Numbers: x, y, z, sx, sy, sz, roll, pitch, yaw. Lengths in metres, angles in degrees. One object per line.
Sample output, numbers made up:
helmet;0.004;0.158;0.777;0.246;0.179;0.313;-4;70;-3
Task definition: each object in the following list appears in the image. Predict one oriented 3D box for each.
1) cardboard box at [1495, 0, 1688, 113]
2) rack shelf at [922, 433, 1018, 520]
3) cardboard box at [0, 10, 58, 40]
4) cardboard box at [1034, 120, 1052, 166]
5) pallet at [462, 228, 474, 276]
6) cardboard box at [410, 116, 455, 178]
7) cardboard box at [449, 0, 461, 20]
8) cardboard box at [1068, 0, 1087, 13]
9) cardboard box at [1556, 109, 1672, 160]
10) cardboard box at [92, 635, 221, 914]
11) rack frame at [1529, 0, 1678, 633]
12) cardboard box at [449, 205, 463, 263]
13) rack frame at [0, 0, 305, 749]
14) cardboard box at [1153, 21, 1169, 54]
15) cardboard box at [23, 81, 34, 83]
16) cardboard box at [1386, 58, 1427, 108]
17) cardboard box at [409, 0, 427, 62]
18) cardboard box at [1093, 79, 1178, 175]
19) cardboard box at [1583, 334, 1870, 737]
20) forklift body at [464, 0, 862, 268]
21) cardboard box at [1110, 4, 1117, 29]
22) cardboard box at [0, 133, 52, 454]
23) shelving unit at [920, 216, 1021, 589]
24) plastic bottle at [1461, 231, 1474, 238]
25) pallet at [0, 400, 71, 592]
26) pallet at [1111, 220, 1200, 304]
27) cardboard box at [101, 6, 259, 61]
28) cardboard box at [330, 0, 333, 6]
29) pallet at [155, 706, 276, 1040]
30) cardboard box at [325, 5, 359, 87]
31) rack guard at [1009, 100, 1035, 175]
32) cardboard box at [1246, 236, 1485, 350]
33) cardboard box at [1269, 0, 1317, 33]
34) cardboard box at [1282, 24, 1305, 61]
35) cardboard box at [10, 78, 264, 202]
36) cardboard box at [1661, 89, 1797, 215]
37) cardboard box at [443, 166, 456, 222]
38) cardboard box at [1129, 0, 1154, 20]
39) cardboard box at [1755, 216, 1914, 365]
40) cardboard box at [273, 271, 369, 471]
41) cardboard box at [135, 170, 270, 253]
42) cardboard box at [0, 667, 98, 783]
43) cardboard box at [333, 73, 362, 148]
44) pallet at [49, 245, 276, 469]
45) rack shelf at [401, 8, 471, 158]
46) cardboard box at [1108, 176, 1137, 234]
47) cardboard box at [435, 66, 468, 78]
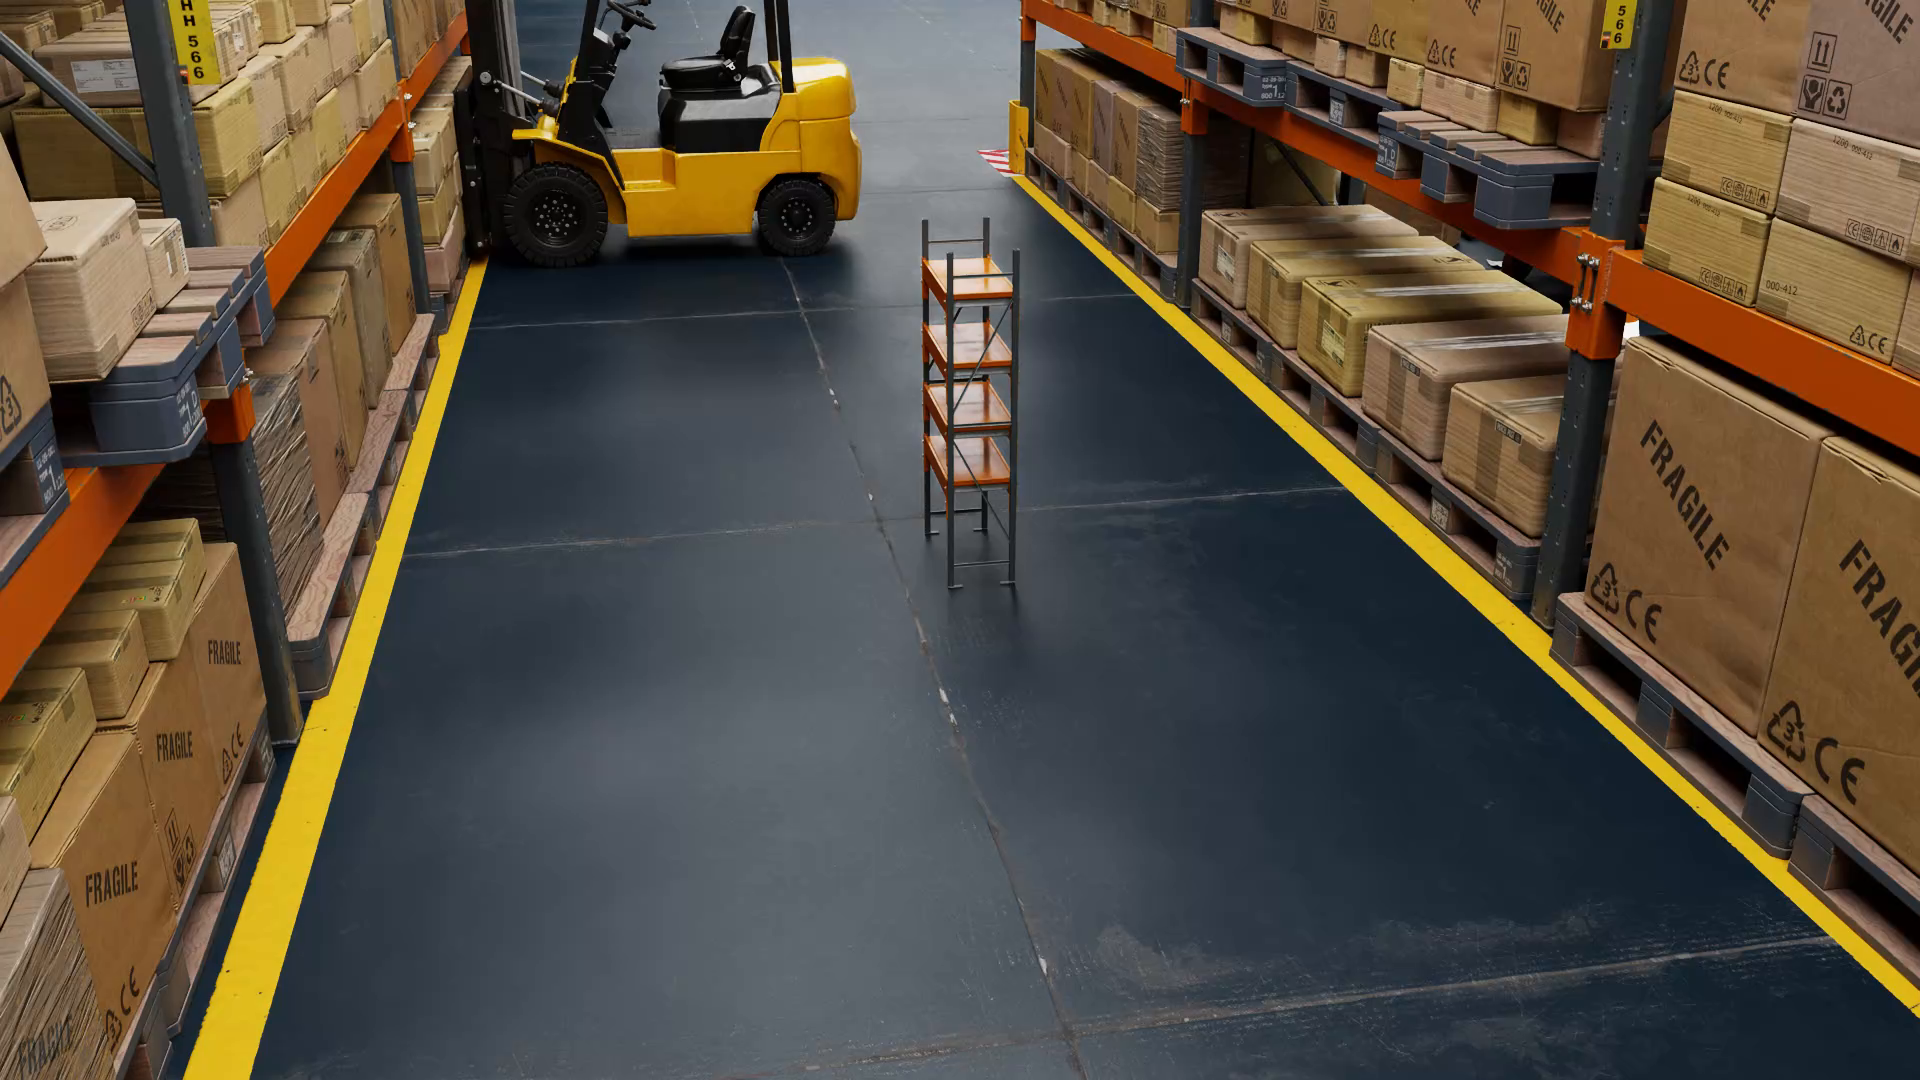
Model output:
cardboard box;2.079;-1.658;5.278;0.500;0.500;0.500;-5;24;-11
rack shelf;0.031;-0.241;5.967;0.258;0.148;0.480;-4;24;-10
cardboard box;-2.960;-1.505;5.013;0.380;0.149;0.250;-5;24;-11
cardboard box;0.834;-2.867;11.977;0.500;0.250;0.500;-5;24;-10
pallet;-3.516;-1.849;10.220;1.003;0.211;1.213;-4;24;-10
cardboard box;-3.046;-2.136;9.055;0.500;0.250;0.500;-4;24;-10
cardboard box;-3.484;-3.570;10.552;0.500;0.500;0.500;-4;24;-8
cardboard box;0.929;-3.597;11.052;0.380;0.149;0.250;-4;24;-8
cardboard box;2.144;-1.314;5.301;0.380;0.149;0.250;-3;24;-8
cardboard box;-2.069;0.544;3.854;0.500;0.500;0.500;-5;24;-11
rack frame;2.436;-1.126;5.079;1.000;3.000;0.127;-4;24;-10
cardboard box;-3.054;-1.676;9.250;0.500;0.250;0.500;-5;24;-11
rack frame;-2.441;-0.757;4.235;1.000;3.000;0.127;-4;24;-10
cardboard box;1.285;-2.785;9.193;0.380;0.149;0.250;-4;24;-9
cardboard box;-2.893;-1.274;4.983;0.500;0.250;0.500;-4;24;-9
cardboard box;1.830;-1.717;6.223;0.380;0.149;0.250;-4;24;-9
cardboard box;-3.119;-2.773;8.728;0.500;0.500;0.500;-4;24;-9
cardboard box;1.132;-2.588;10.403;0.500;0.500;0.500;-3;24;-7
cardboard box;2.482;-0.067;4.785;0.875;0.875;0.875;-5;24;-10
forklift body;-1.777;-2.904;10.211;2.313;2.155;1.214;-4;24;-10
cardboard box;1.129;-3.190;10.120;0.380;0.149;0.250;-5;24;-11
cardboard box;-1.957;-0.368;2.692;0.797;0.503;0.637;-5;24;-11
shelving unit;0.031;-0.485;5.861;0.258;1.200;0.503;-4;24;-10
plastic bottle;3.301;-1.999;10.750;0.133;0.061;0.283;0;24;-1
pallet;-2.077;0.096;2.523;1.003;0.211;1.213;-4;24;-10
pallet;1.538;-1.683;9.839;1.003;0.211;1.213;-4;24;-10
cardboard box;-2.395;-1.553;5.123;0.380;0.149;0.250;-4;24;-9
cardboard box;-2.675;-2.154;6.498;0.380;0.149;0.250;-5;24;-11
pallet;-2.340;0.818;4.114;1.003;0.211;1.213;-4;24;-10
cardboard box;-2.648;-1.913;6.445;0.500;0.250;0.500;-4;24;-9
rack guard;0.971;-3.097;12.716;1.175;0.500;0.348;-4;24;-10
cardboard box;1.932;-1.199;8.005;0.950;0.372;0.625;-3;24;-6
cardboard box;1.673;-2.475;7.149;0.500;0.500;0.500;-4;24;-10
cardboard box;1.660;-2.227;7.389;0.380;0.149;0.250;-4;24;-9
cardboard box;-2.258;-1.112;4.610;0.500;0.250;0.500;-4;24;-10
cardboard box;2.287;-1.068;4.511;0.500;0.250;0.500;-4;24;-10
cardboard box;-3.062;-1.903;9.145;0.500;0.250;0.500;-4;24;-10
cardboard box;1.268;-3.239;9.423;0.500;0.500;0.500;-4;24;-8
cardboard box;2.392;-0.645;4.167;0.500;0.250;0.500;-5;24;-11
cardboard box;-2.796;-0.629;6.384;0.875;0.625;0.625;-5;24;-12
cardboard box;-2.283;-0.881;4.706;0.500;0.250;0.500;-4;24;-10
cardboard box;-2.010;0.394;3.389;0.380;0.149;0.250;-4;24;-8
cardboard box;-2.670;-1.688;6.554;0.500;0.250;0.500;-4;24;-9
pallet;-2.247;-0.407;3.675;1.213;0.211;1.003;-4;24;-10
rack shelf;-3.551;-2.787;9.783;1.077;0.370;4.000;-4;24;-10
cardboard box;1.215;-2.053;10.113;0.500;0.250;0.500;-5;24;-11
cardboard box;-3.428;-2.936;10.885;0.500;0.250;0.500;-4;24;-9
